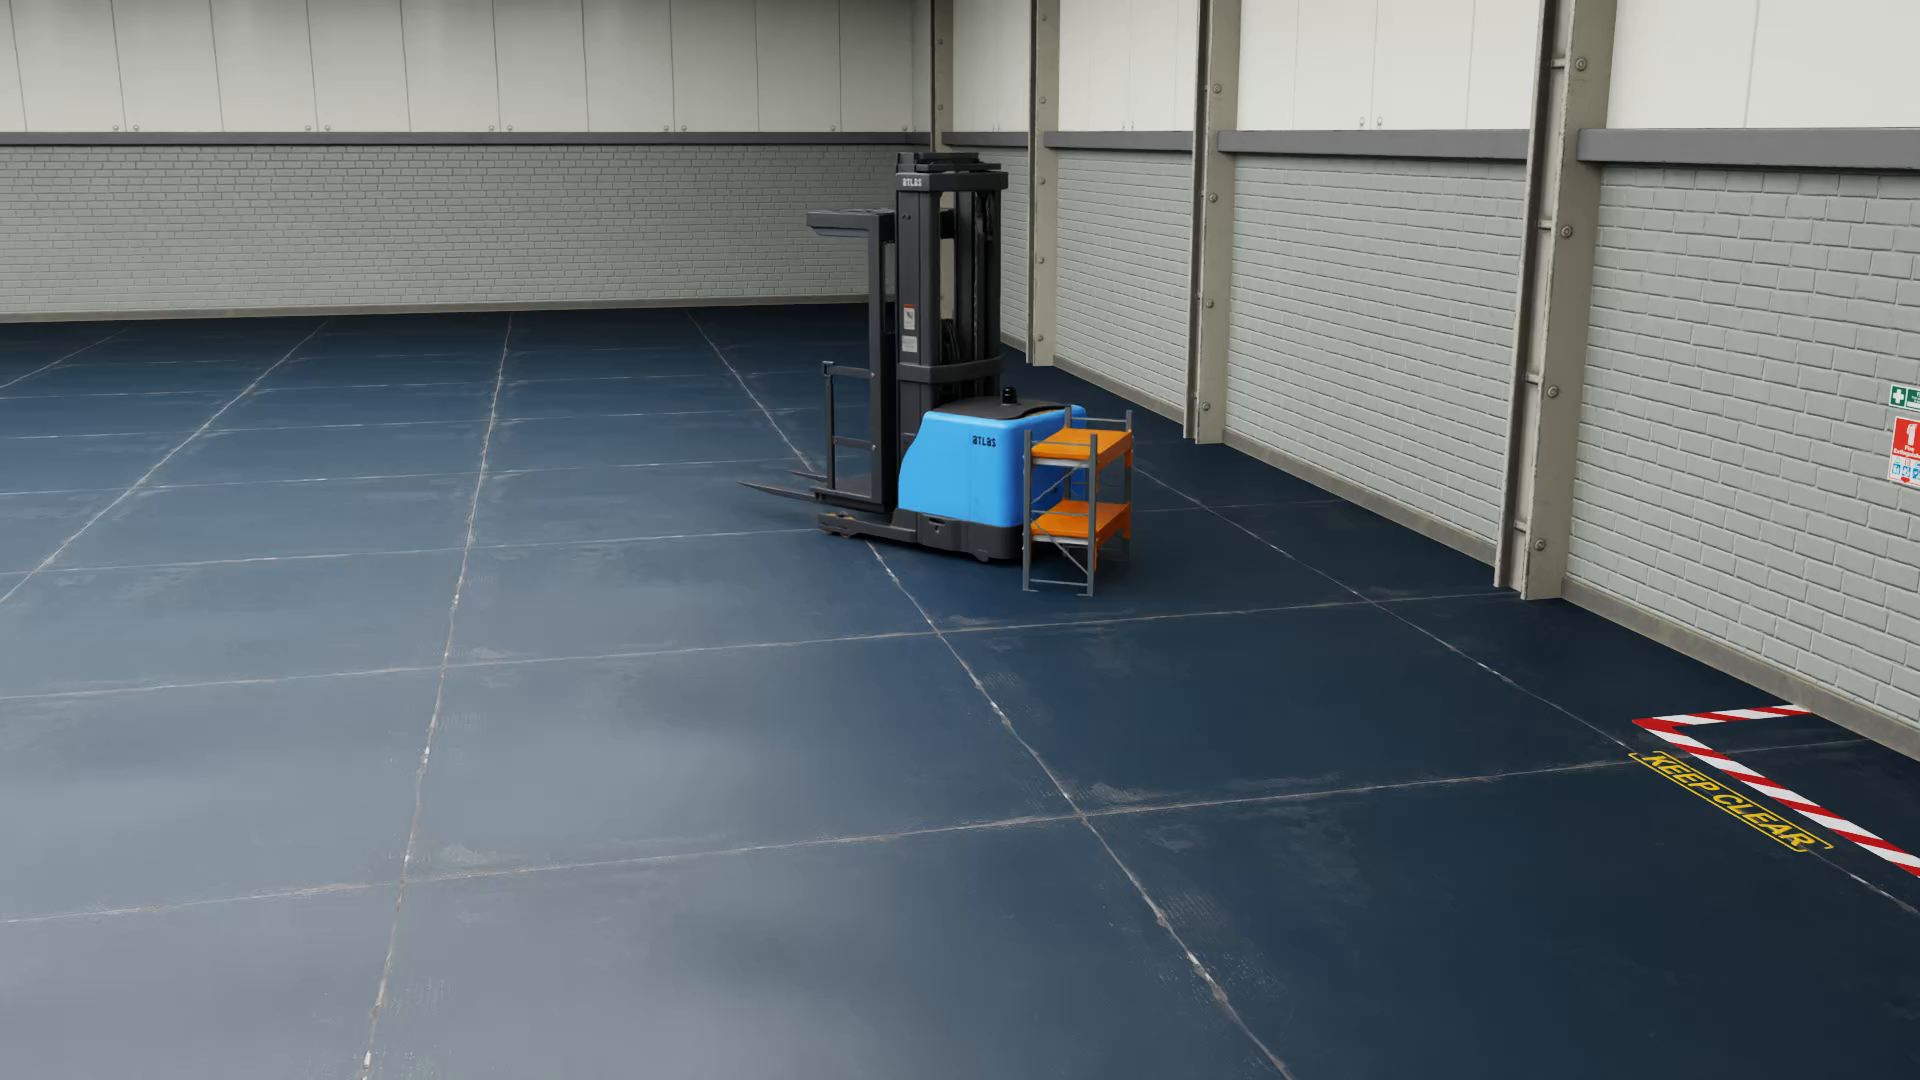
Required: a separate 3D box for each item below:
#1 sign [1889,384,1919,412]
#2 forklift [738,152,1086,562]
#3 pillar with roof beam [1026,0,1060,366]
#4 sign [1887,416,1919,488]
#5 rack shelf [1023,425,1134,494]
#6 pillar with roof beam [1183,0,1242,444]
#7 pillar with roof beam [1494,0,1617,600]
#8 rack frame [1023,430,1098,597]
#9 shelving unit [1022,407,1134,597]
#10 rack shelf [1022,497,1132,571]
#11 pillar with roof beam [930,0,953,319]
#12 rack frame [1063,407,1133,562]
[{"bbox_3d":[4.756,-0.699,8.276,0.001,0.109,0.331,-3,14,-13],"label":"sign"},{"bbox_3d":[-0.492,-1.527,13.002,3.031,2.935,1.130,11,18,38],"label":"forklift"},{"bbox_3d":[-3.076,-6.547,20.764,9.100,9.000,0.400,-3,14,-13],"label":"pillar with roof beam"},{"bbox_3d":[4.763,-0.443,8.345,0.001,0.329,0.234,-3,14,-13],"label":"sign"},{"bbox_3d":[0.843,-0.577,11.684,0.538,0.278,1.000,5,14,18],"label":"rack shelf"},{"bbox_3d":[-1.667,-5.163,15.099,9.100,9.000,0.400,-3,14,-13],"label":"pillar with roof beam"},{"bbox_3d":[-0.257,-3.779,9.433,9.100,9.000,0.400,-3,14,-13],"label":"pillar with roof beam"},{"bbox_3d":[0.677,-0.178,11.287,0.500,1.125,0.032,5,14,18],"label":"rack frame"},{"bbox_3d":[0.843,-0.292,11.753,0.538,1.125,1.048,5,14,18],"label":"shelving unit"},{"bbox_3d":[0.843,-0.055,11.812,0.538,0.278,1.000,5,14,18],"label":"rack shelf"},{"bbox_3d":[-4.485,-7.931,26.430,9.100,9.000,0.400,-3,14,-13],"label":"pillar with roof beam"},{"bbox_3d":[1.009,-0.406,12.220,0.500,1.125,0.032,5,14,18],"label":"rack frame"}]
